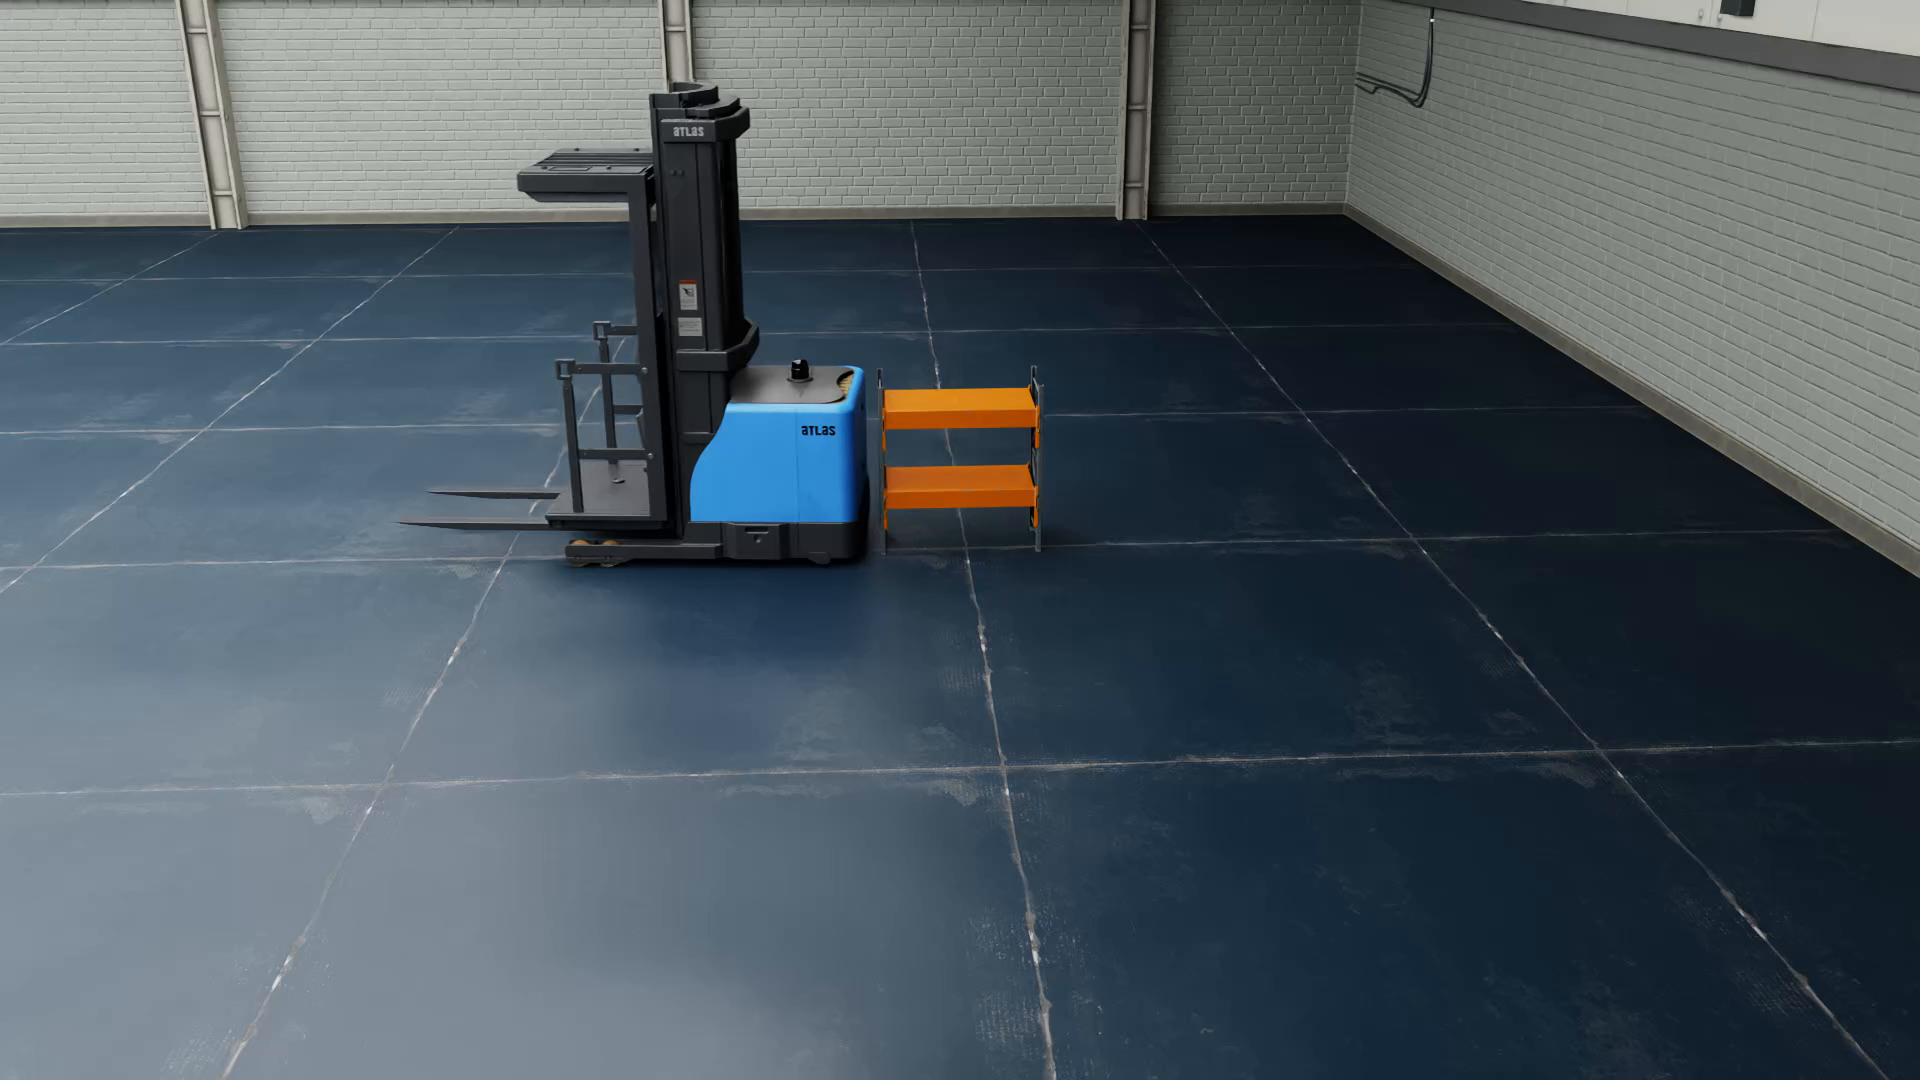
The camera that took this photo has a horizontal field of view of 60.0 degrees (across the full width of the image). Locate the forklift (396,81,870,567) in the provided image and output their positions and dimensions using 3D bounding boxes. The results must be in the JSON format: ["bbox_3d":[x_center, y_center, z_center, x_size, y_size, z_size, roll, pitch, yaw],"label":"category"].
[{"bbox_3d":[-2.147,-1.384,10.636,3.031,2.935,1.130,1,21,1],"label":"forklift"}]

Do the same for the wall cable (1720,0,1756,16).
[{"bbox_3d":[5.874,-6.397,10.497,0.169,6.003,2.305,-1,21,-3],"label":"wall cable"}]

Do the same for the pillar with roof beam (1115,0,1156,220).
[{"bbox_3d":[2.577,-7.061,17.021,0.400,9.000,9.100,-1,21,-3],"label":"pillar with roof beam"}]

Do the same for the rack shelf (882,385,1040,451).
[{"bbox_3d":[-0.007,-0.799,10.816,1.000,0.278,0.538,-1,21,-3],"label":"rack shelf"}]

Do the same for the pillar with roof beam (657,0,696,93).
[{"bbox_3d":[-3.413,-6.939,16.700,0.400,9.000,9.100,-1,21,-3],"label":"pillar with roof beam"}]

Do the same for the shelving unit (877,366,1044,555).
[{"bbox_3d":[-0.007,-0.526,10.920,1.048,1.125,0.538,-1,21,-3],"label":"shelving unit"}]

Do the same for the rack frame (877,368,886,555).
[{"bbox_3d":[-0.514,-0.515,10.893,0.032,1.125,0.500,-1,21,-3],"label":"rack frame"}]

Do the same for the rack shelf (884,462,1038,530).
[{"bbox_3d":[-0.007,-0.297,11.007,1.000,0.278,0.538,-1,21,-3],"label":"rack shelf"}]

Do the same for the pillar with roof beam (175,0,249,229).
[{"bbox_3d":[-9.403,-6.817,16.380,0.400,9.000,9.100,-1,21,-3],"label":"pillar with roof beam"}]

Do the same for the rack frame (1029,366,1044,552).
[{"bbox_3d":[0.501,-0.536,10.948,0.032,1.125,0.500,-1,21,-3],"label":"rack frame"}]

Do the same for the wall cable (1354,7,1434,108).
[{"bbox_3d":[5.348,-6.729,20.513,0.112,2.526,3.097,-1,21,-3],"label":"wall cable"}]
